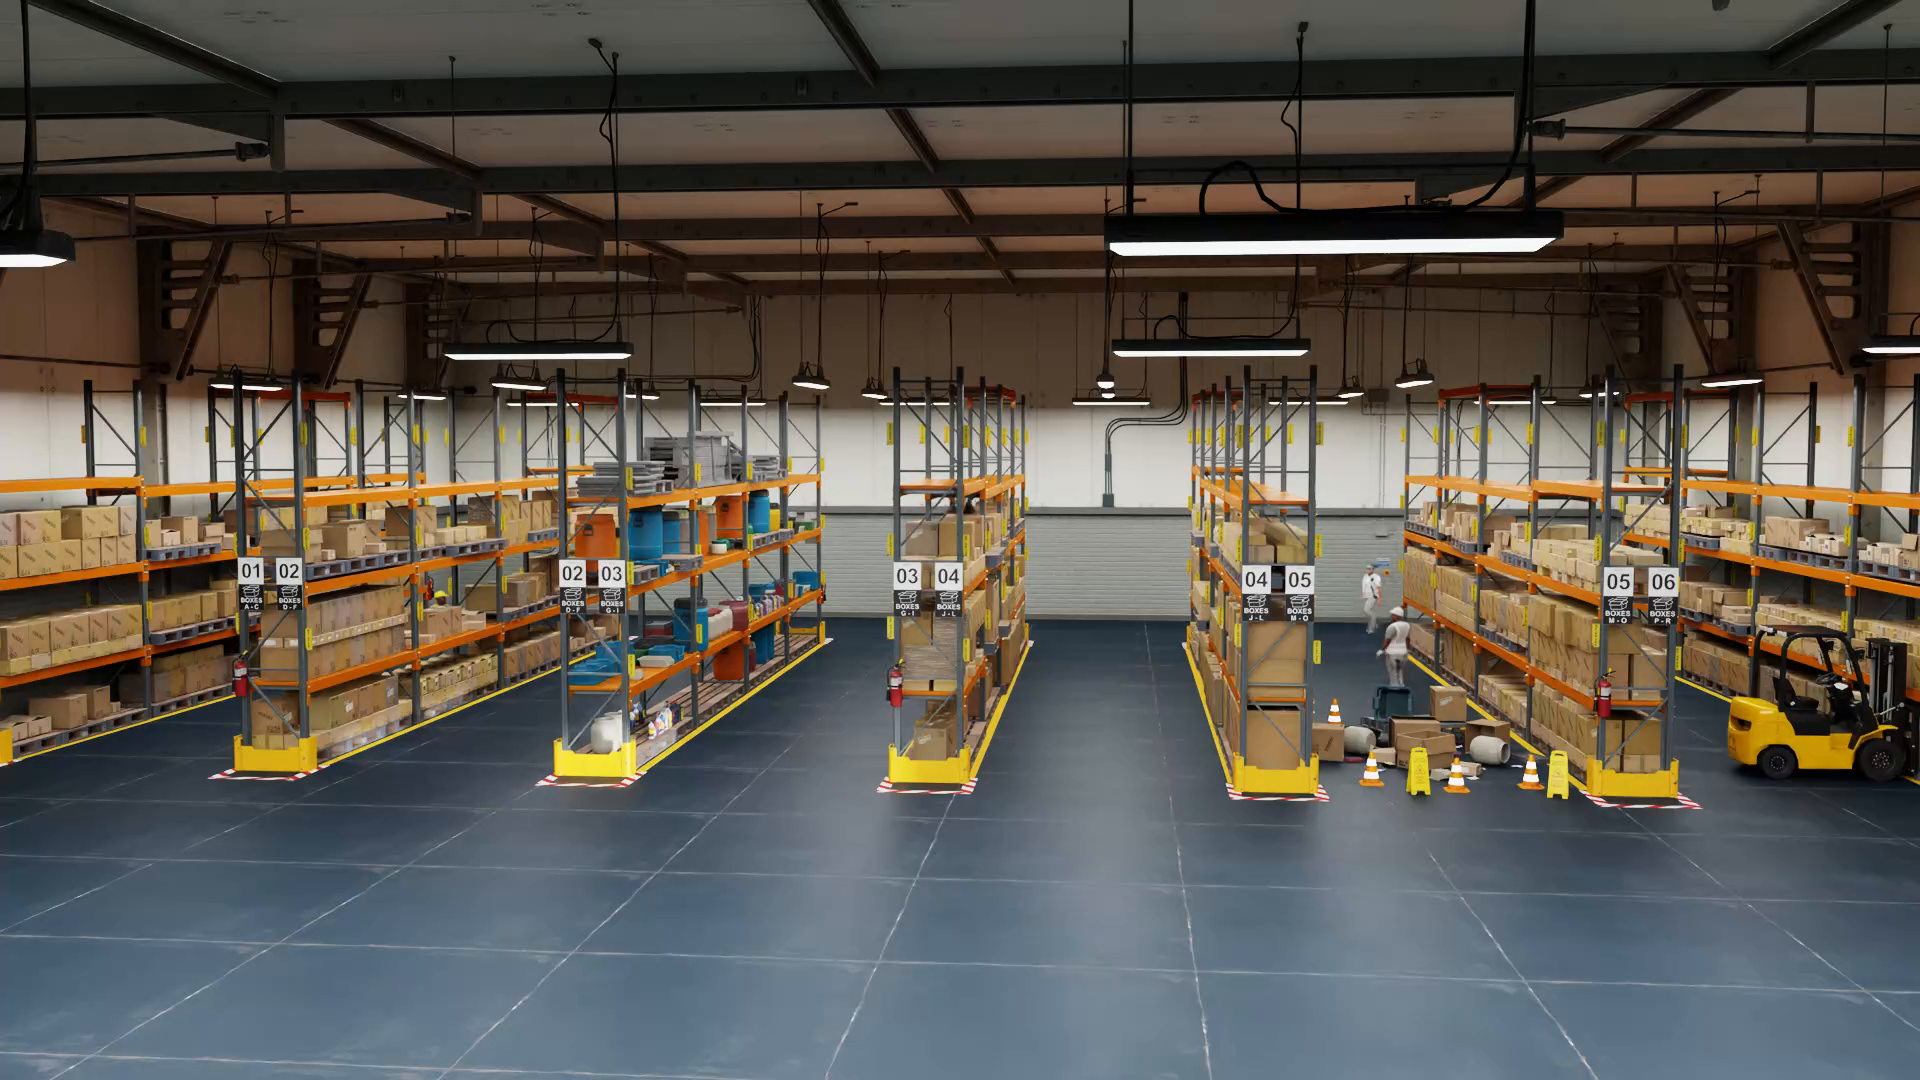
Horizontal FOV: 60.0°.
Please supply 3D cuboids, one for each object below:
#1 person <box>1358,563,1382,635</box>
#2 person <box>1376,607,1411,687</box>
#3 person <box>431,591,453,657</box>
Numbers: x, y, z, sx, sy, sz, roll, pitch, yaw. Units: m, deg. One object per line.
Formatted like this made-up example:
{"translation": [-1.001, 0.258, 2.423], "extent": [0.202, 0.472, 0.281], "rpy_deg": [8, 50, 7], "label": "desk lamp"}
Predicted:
{"translation": [10.432, 1.494, 42.350], "extent": [0.542, 1.821, 0.534], "rpy_deg": [-1, 4, -20], "label": "person"}
{"translation": [8.185, 2.164, 31.321], "extent": [0.646, 1.823, 0.596], "rpy_deg": [0, 4, -7], "label": "person"}
{"translation": [-10.842, 1.954, 34.889], "extent": [0.562, 1.759, 0.686], "rpy_deg": [-2, 4, -35], "label": "person"}
